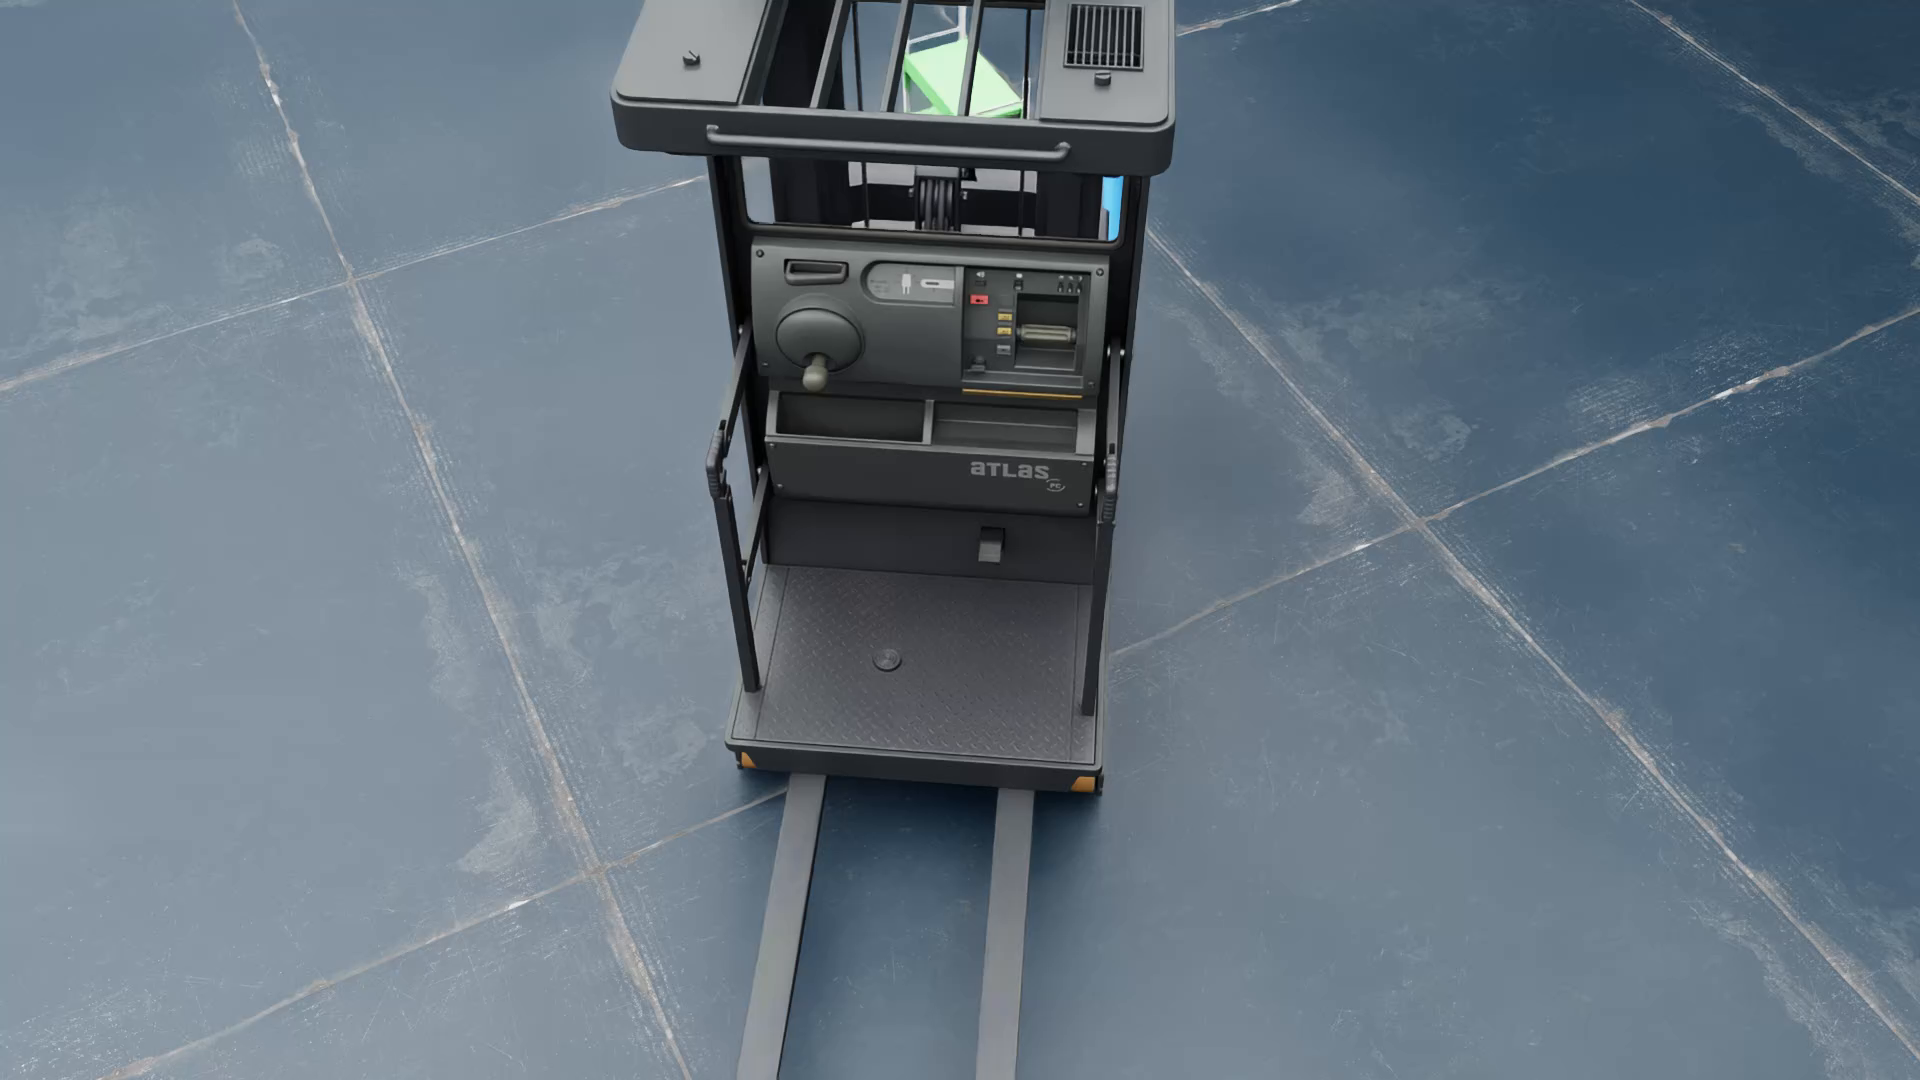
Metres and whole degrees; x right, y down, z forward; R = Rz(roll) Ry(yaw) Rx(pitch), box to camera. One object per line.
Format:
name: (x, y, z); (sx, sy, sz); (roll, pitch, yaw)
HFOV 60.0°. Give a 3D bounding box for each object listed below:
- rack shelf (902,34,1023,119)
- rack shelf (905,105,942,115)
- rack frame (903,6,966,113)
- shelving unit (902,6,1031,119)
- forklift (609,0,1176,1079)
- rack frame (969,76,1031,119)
rack shelf: (0.017, -1.535, 5.742); (0.258, 0.148, 0.480); (-20, 52, -17)
rack shelf: (0.017, -1.377, 5.922); (0.258, 0.148, 0.480); (-20, 52, -17)
rack frame: (-0.090, -1.425, 6.199); (0.240, 1.200, 0.015); (-20, 52, -17)
shelving unit: (0.017, -1.260, 6.054); (0.258, 1.200, 0.503); (-20, 52, -17)
forklift: (-0.098, -0.469, 4.213); (1.130, 2.935, 3.031); (4, 49, 3)
rack frame: (0.124, -1.095, 5.909); (0.240, 1.200, 0.015); (-20, 52, -17)
